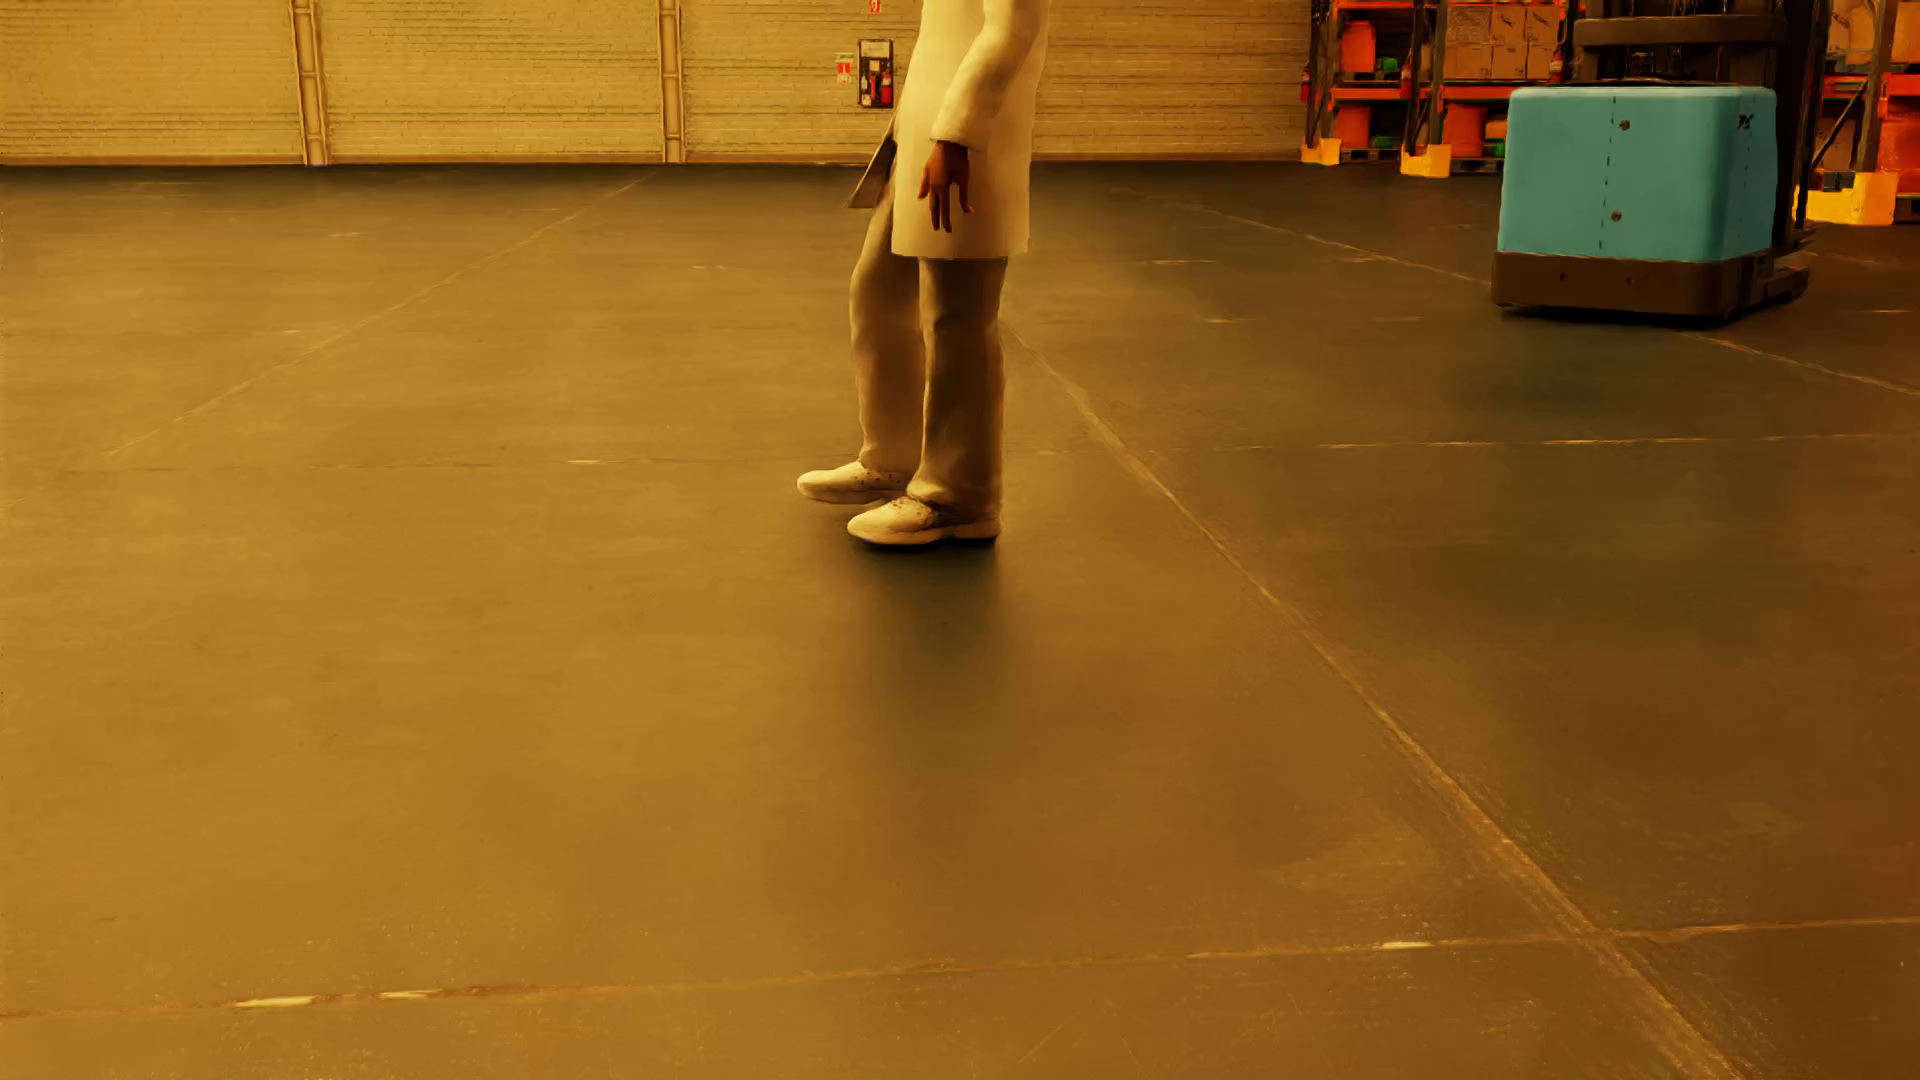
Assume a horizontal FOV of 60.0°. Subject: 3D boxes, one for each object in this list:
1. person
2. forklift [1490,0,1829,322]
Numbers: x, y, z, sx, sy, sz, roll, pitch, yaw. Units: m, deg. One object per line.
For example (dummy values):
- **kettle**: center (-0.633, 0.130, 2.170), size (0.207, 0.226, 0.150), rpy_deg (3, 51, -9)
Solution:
- **person**: center (-0.089, -0.867, 3.703), size (0.586, 1.775, 0.694), rpy_deg (-1, 15, -5)
- **forklift**: center (3.874, -2.735, 8.577), size (1.130, 2.935, 3.031), rpy_deg (11, 18, 36)
